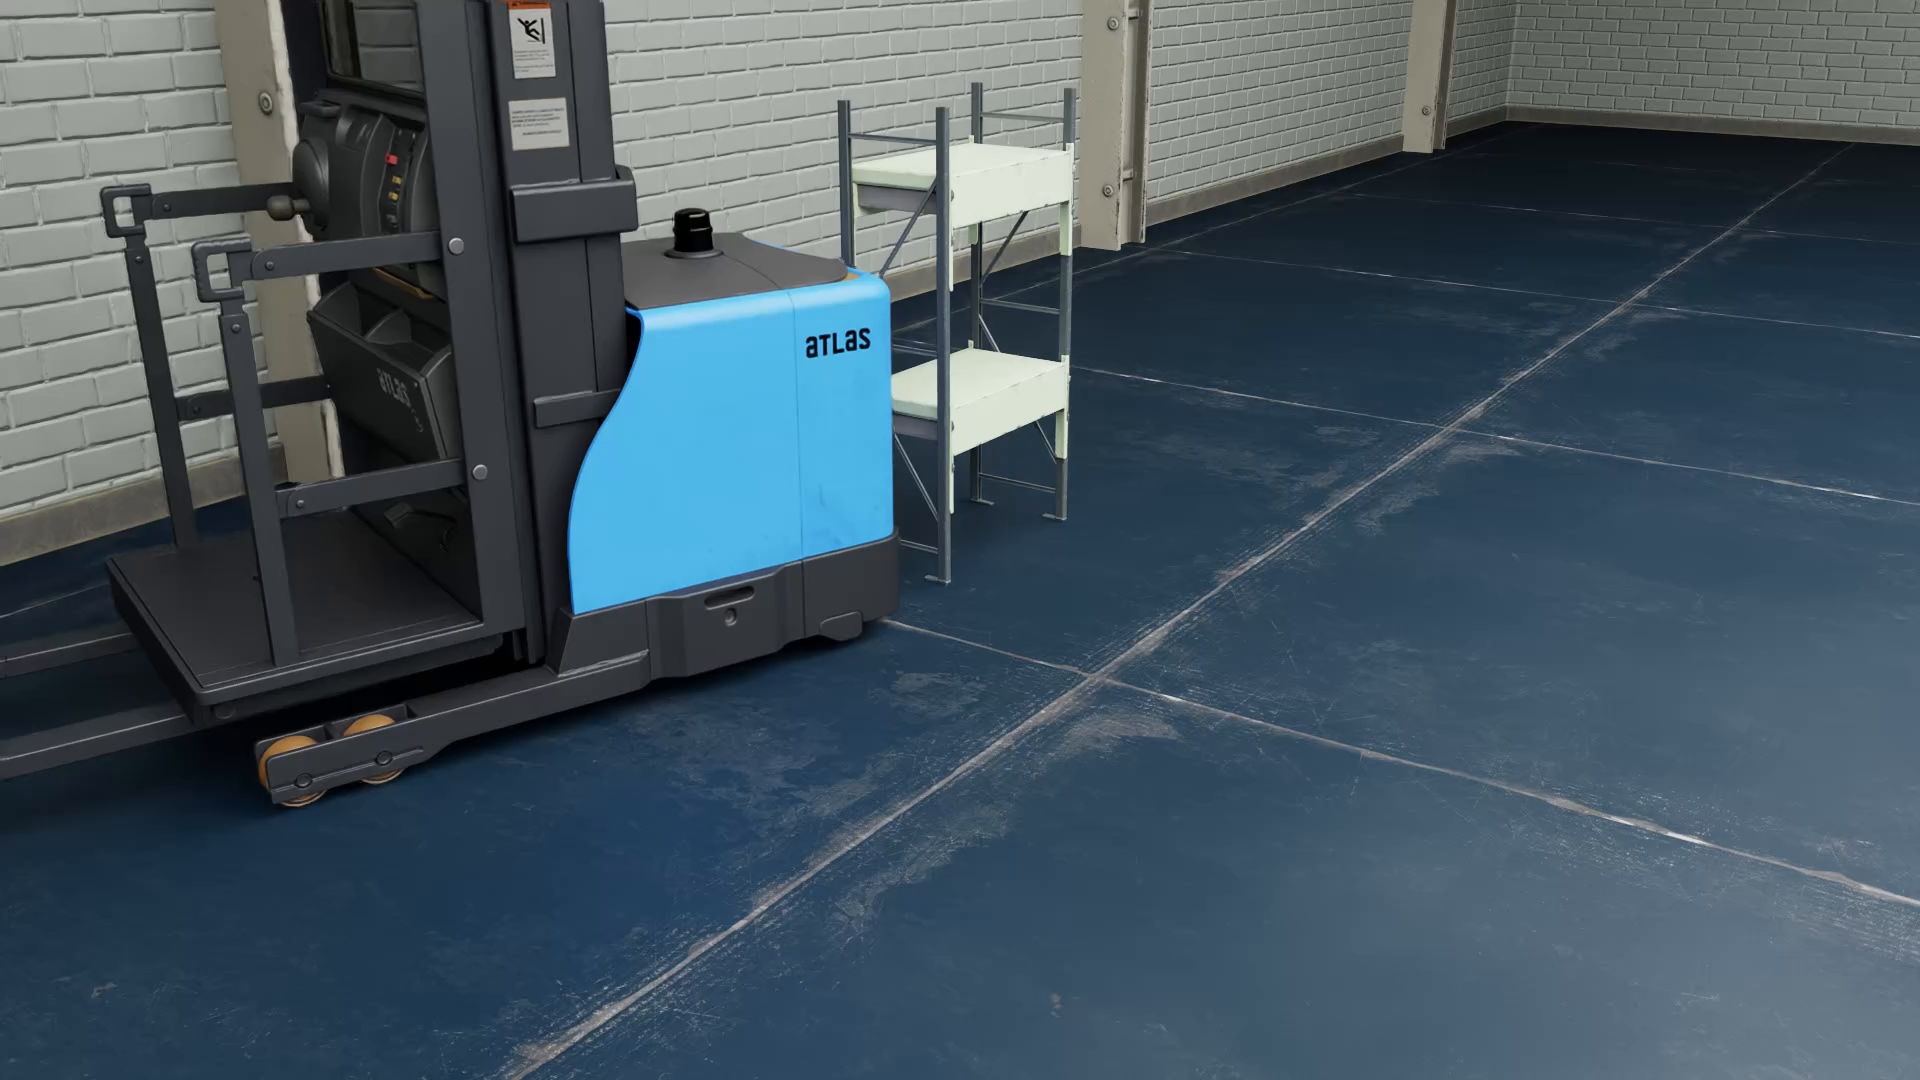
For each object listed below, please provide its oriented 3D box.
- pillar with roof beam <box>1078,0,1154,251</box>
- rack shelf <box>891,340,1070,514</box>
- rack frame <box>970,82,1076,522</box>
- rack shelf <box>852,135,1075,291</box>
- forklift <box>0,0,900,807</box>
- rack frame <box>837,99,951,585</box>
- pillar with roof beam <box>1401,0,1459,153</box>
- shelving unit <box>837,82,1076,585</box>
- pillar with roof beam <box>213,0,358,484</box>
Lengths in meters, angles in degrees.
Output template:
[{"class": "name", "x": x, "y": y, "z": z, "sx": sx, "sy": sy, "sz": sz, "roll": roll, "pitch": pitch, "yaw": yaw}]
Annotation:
[{"class": "pillar with roof beam", "x": 4.570, "y": -5.362, "z": 7.290, "sx": 9.100, "sy": 9.000, "sz": 0.400, "roll": 13, "pitch": 24, "yaw": 32}, {"class": "rack shelf", "x": 0.004, "y": -0.400, "z": 5.623, "sx": 0.431, "sy": 0.370, "sz": 0.720, "roll": 13, "pitch": 24, "yaw": 32}, {"class": "rack frame", "x": 0.209, "y": -0.810, "z": 5.794, "sx": 0.400, "sy": 1.500, "sz": 0.023, "roll": 13, "pitch": 24, "yaw": 32}, {"class": "rack shelf", "x": 0.004, "y": -1.071, "z": 5.375, "sx": 0.431, "sy": 0.370, "sz": 0.720, "roll": 13, "pitch": 24, "yaw": 32}, {"class": "forklift", "x": -1.673, "y": -0.938, "z": 4.076, "sx": 3.031, "sy": 2.935, "sz": 1.130, "roll": -14, "pitch": 25, "yaw": -34}, {"class": "rack frame", "x": -0.202, "y": -0.600, "z": 5.226, "sx": 0.400, "sy": 1.500, "sz": 0.023, "roll": 13, "pitch": 24, "yaw": 32}, {"class": "pillar with roof beam", "x": 7.943, "y": -7.083, "z": 11.944, "sx": 9.100, "sy": 9.000, "sz": 0.400, "roll": 13, "pitch": 24, "yaw": 32}, {"class": "shelving unit", "x": 0.004, "y": -0.705, "z": 5.510, "sx": 0.431, "sy": 1.500, "sz": 0.755, "roll": 13, "pitch": 24, "yaw": 32}, {"class": "pillar with roof beam", "x": 1.197, "y": -3.640, "z": 2.635, "sx": 9.100, "sy": 9.000, "sz": 0.400, "roll": 13, "pitch": 24, "yaw": 32}]
